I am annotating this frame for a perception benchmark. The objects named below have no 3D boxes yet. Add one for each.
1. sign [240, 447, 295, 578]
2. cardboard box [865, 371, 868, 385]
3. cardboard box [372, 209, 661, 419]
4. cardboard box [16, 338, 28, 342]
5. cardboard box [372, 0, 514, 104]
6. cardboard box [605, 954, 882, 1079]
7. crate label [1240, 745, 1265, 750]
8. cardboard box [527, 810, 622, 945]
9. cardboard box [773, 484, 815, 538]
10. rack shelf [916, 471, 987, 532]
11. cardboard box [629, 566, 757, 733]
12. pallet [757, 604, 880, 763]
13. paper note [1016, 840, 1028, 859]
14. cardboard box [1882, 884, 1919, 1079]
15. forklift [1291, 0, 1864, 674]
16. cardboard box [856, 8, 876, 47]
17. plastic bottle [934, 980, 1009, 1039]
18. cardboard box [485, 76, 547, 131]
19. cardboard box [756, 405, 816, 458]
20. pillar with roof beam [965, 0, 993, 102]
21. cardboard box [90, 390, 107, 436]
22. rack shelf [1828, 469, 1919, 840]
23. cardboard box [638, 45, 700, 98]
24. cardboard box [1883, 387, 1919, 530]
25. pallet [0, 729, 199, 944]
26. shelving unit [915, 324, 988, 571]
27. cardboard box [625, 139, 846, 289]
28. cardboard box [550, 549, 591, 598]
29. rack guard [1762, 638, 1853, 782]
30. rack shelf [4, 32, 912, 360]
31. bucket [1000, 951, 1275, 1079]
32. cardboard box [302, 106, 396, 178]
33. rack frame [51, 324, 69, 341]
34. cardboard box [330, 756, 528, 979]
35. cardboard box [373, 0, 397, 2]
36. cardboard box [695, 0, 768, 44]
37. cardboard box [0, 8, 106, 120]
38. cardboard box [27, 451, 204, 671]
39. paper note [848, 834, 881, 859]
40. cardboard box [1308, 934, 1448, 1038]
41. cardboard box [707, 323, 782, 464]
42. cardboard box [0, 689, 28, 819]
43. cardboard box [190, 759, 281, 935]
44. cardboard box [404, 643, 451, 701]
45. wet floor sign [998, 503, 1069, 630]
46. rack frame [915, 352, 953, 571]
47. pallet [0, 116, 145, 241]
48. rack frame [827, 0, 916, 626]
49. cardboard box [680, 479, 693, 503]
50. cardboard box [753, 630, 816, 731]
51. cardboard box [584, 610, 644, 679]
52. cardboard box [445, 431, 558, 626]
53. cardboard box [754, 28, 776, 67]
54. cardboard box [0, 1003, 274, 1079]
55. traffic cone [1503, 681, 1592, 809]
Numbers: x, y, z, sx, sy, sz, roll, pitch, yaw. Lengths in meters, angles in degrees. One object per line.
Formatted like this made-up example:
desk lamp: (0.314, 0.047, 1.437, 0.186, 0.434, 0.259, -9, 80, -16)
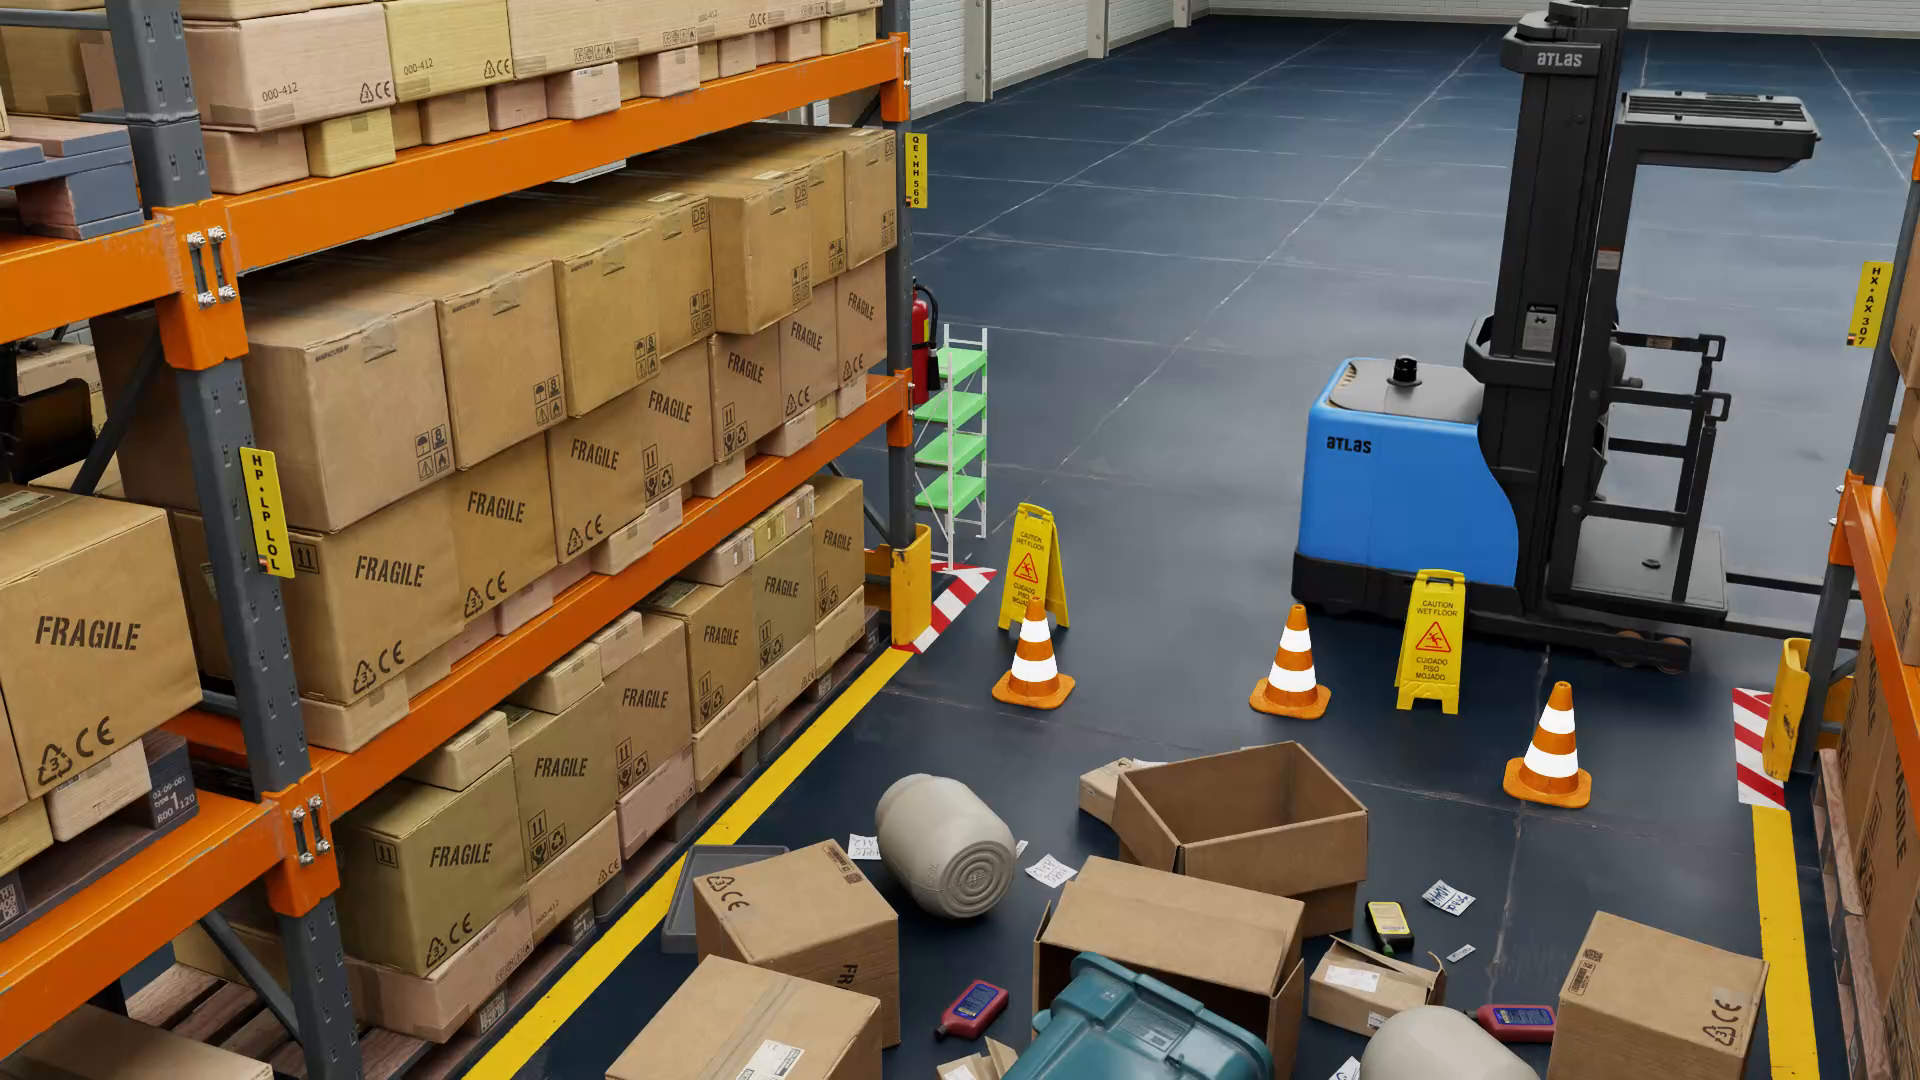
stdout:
sign: (-1.670, -0.064, 4.009, 0.100, 0.325, 0.005, 9, 24, 20)
cardboard box: (-0.641, -0.759, 7.501, 0.380, 0.149, 0.250, 10, 25, 22)
cardboard box: (-1.400, -0.735, 5.304, 0.700, 0.500, 0.500, 8, 24, 19)
cardboard box: (-5.665, -0.990, 9.454, 0.500, 0.250, 0.500, 8, 24, 19)
cardboard box: (-1.586, -1.364, 4.541, 0.500, 0.250, 0.500, 9, 24, 20)
cardboard box: (-0.523, 1.440, 4.171, 0.500, 0.500, 0.500, 9, 24, 20)
crate label: (1.260, 0.948, 6.804, 0.250, 0.136, 0.298, -3, 23, -8)
cardboard box: (-1.529, 1.102, 5.743, 0.500, 0.250, 0.500, 10, 25, 23)
cardboard box: (-0.830, -0.145, 6.913, 0.380, 0.149, 0.250, 10, 24, 22)
rack shelf: (-0.061, -0.214, 8.994, 0.258, 0.148, 0.480, 9, 24, 20)
cardboard box: (-1.141, 0.380, 6.497, 0.500, 0.500, 0.500, 8, 24, 19)
pallet: (-1.064, 0.560, 7.635, 1.003, 0.211, 1.213, 9, 24, 20)
paper note: (0.228, 1.189, 6.390, 0.032, 0.001, 0.123, 9, 24, 20)
cardboard box: (3.077, 1.313, 4.427, 0.875, 0.875, 0.875, 9, 24, 20)
forklift: (3.244, -0.960, 7.745, 3.031, 2.935, 1.130, 9, 24, 20)
cardboard box: (-0.574, -2.140, 6.915, 0.380, 0.149, 0.250, 9, 24, 20)
plastic bottle: (0.034, 1.555, 5.449, 0.133, 0.061, 0.283, 13, 26, 29)
cardboard box: (-1.465, -1.321, 4.954, 0.380, 0.149, 0.250, 8, 24, 18)
cardboard box: (-0.815, -0.467, 6.803, 0.380, 0.149, 0.250, 9, 24, 21)
pillar with roof beam: (4.277, -10.222, 22.046, 9.100, 9.000, 0.400, 9, 24, 20)
cardboard box: (-5.201, -0.685, 9.373, 0.500, 0.250, 0.500, 8, 24, 19)
rack shelf: (3.190, 0.681, 4.662, 1.077, 0.370, 4.000, 9, 24, 20)
cardboard box: (-1.103, -1.584, 5.584, 0.380, 0.149, 0.250, 8, 24, 19)
cardboard box: (3.837, -0.297, 5.874, 0.875, 0.550, 0.550, 9, 24, 20)
pallet: (-2.605, 0.733, 3.852, 1.003, 0.211, 1.213, 9, 24, 20)
shelving unit: (-0.061, -0.494, 8.877, 0.258, 1.200, 0.503, 9, 24, 20)
cardboard box: (-0.883, -1.290, 6.634, 0.700, 0.500, 0.500, 9, 24, 21)
cardboard box: (-1.461, 0.061, 5.539, 0.380, 0.149, 0.250, 9, 24, 20)
rack guard: (3.942, 0.778, 6.739, 1.175, 0.500, 0.348, 9, 24, 20)
rack shelf: (-1.444, -1.376, 5.694, 1.077, 0.370, 4.000, 9, 24, 20)
bucket: (0.357, 1.495, 4.054, 0.726, 0.611, 0.620, 19, 39, 38)
cardboard box: (-1.691, -1.038, 4.277, 0.380, 0.149, 0.250, 9, 24, 20)
rack frame: (-5.311, -1.749, 9.545, 1.000, 3.000, 0.127, 9, 24, 20)
cardboard box: (-1.717, 0.949, 5.137, 0.500, 0.500, 0.500, 10, 25, 23)
cardboard box: (-1.590, -1.500, 4.350, 0.380, 0.149, 0.250, 8, 24, 18)
cardboard box: (-1.017, -1.904, 5.833, 0.500, 0.250, 0.500, 9, 24, 22)
cardboard box: (-2.272, -1.257, 4.285, 0.500, 0.250, 0.500, 9, 24, 20)
cardboard box: (-2.252, 0.014, 4.809, 0.500, 0.500, 0.500, 8, 24, 19)
paper note: (-0.357, 1.177, 6.393, 0.142, 0.019, 0.148, 1, 23, 2)
cardboard box: (1.375, 1.447, 5.440, 0.396, 0.266, 0.258, 13, 26, 29)
cardboard box: (-1.026, -0.632, 6.356, 0.500, 0.500, 0.500, 9, 24, 20)
cardboard box: (-2.328, 0.391, 3.362, 0.500, 0.500, 0.500, 9, 24, 20)
cardboard box: (-2.216, 0.871, 5.323, 0.500, 0.500, 0.500, 8, 24, 19)
cardboard box: (-1.726, 0.343, 4.862, 0.380, 0.149, 0.250, 10, 24, 22)
wet floor sign: (0.363, 0.132, 8.096, 0.267, 0.644, 0.232, 19, 29, 38)
rack frame: (-0.152, -0.407, 8.668, 0.240, 1.200, 0.015, 9, 24, 20)
pallet: (-2.515, -0.700, 3.385, 1.213, 0.211, 1.003, 9, 24, 20)
rack frame: (-0.701, -1.039, 7.846, 1.000, 3.000, 0.127, 9, 24, 20)
cardboard box: (-1.227, -0.215, 6.198, 0.380, 0.149, 0.250, 9, 24, 20)
cardboard box: (-0.951, 0.548, 7.070, 0.500, 0.250, 0.500, 9, 24, 20)
cardboard box: (-1.328, 0.332, 5.771, 0.380, 0.149, 0.250, 10, 25, 23)
cardboard box: (-1.599, -0.092, 5.062, 0.500, 0.500, 0.500, 9, 24, 20)
cardboard box: (-0.922, -1.875, 6.281, 0.380, 0.149, 0.250, 9, 24, 20)
cardboard box: (-2.379, 1.599, 4.395, 0.950, 0.372, 0.625, 9, 24, 21)
traffic cone: (2.417, 0.791, 6.757, 0.336, 0.463, 0.334, 9, 24, 20)
